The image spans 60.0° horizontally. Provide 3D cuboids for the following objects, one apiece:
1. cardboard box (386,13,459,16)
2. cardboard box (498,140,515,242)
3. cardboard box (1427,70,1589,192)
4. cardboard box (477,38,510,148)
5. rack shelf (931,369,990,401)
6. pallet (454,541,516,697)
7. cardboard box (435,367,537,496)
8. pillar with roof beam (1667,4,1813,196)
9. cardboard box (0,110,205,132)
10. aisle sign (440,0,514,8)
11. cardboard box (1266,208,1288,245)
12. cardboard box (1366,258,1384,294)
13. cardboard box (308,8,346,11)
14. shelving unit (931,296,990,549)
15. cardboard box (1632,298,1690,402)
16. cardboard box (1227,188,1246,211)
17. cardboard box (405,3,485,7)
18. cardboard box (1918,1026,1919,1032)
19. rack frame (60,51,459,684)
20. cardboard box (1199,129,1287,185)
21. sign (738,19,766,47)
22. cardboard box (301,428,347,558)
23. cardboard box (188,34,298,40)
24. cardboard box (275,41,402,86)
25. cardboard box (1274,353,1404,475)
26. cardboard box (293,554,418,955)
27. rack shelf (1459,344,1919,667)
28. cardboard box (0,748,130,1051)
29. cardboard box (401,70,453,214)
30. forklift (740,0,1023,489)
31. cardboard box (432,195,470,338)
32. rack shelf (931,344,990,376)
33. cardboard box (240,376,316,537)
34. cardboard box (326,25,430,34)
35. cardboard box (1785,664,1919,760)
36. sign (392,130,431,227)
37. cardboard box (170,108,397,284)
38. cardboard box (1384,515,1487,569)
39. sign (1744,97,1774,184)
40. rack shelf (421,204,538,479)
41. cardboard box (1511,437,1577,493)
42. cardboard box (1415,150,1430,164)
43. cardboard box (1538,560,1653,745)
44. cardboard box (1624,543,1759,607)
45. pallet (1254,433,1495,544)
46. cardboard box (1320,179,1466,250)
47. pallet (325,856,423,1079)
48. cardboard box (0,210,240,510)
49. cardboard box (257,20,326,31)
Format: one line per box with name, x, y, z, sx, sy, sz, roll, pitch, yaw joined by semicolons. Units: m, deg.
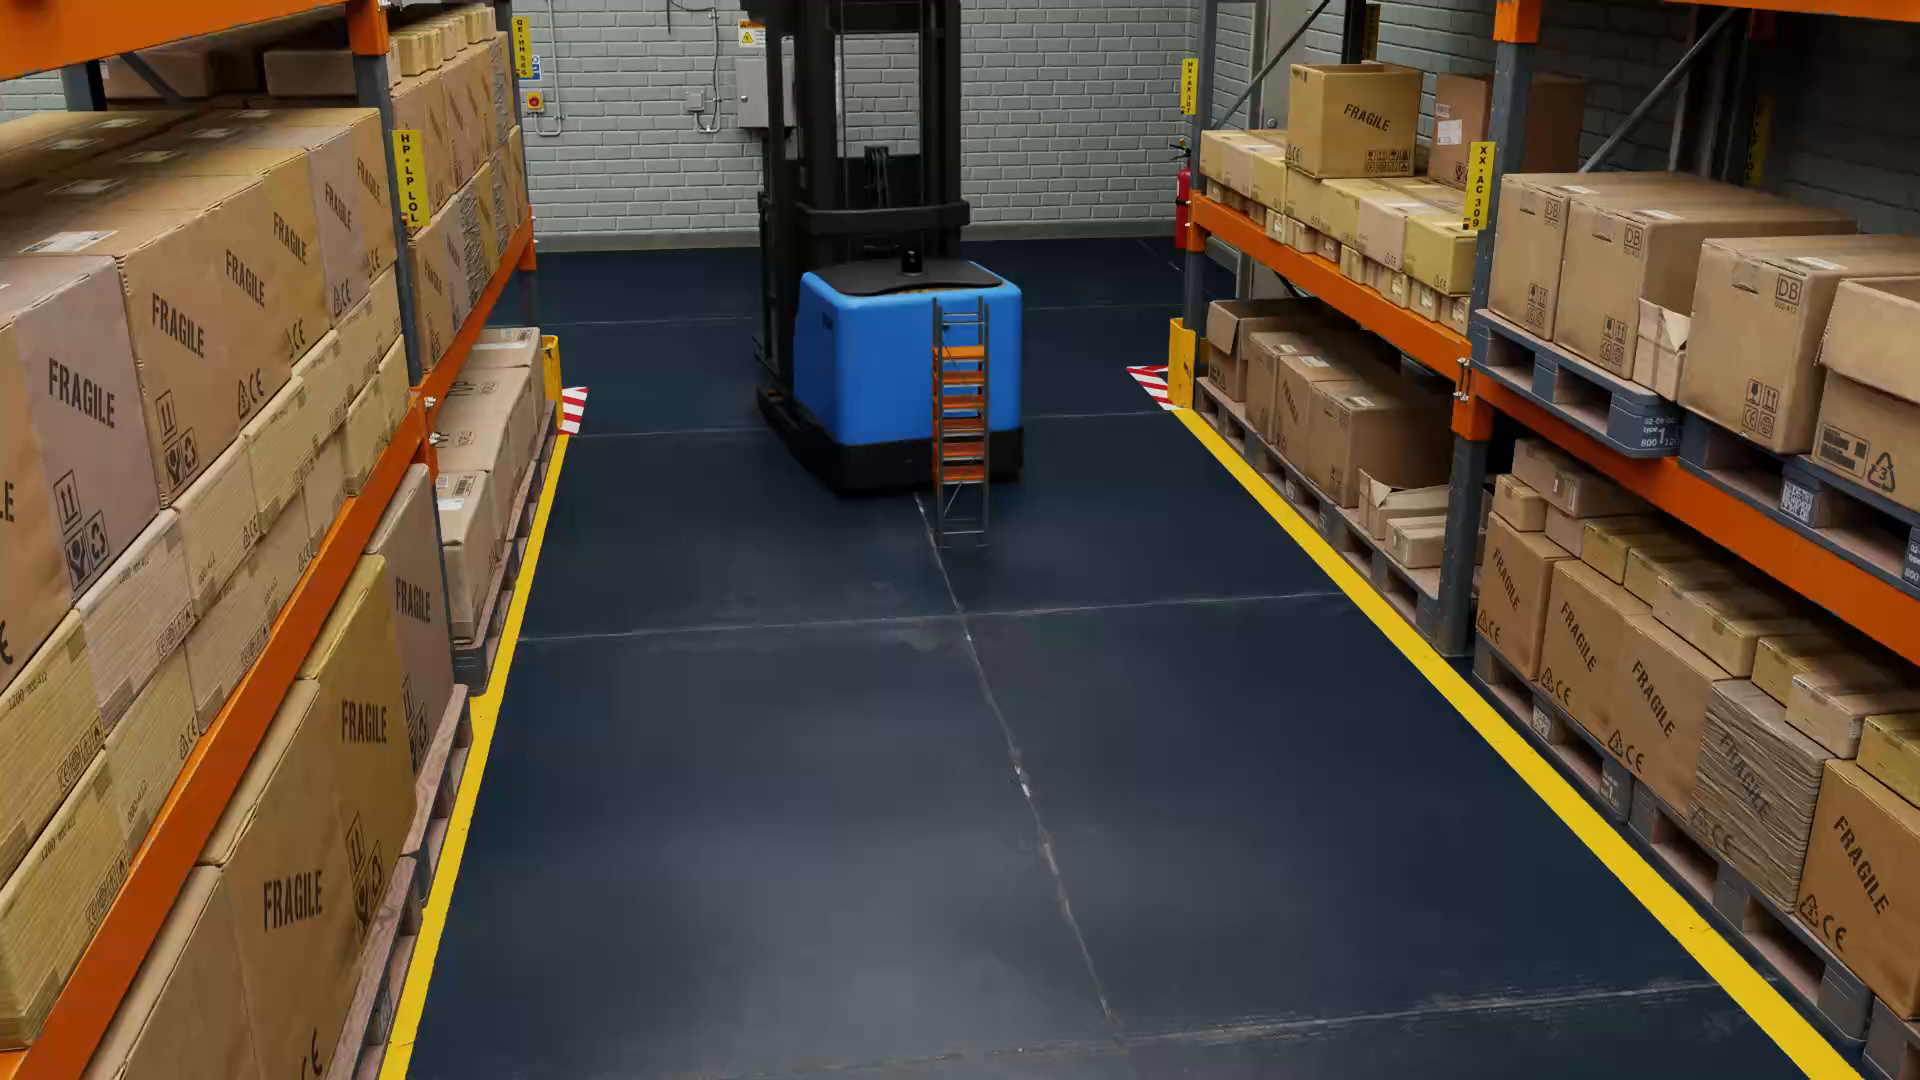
cardboard box;-2.604;-2.438;7.958;0.380;0.149;0.250;-3;21;-8
cardboard box;-2.609;-1.807;8.625;0.500;0.500;0.500;-3;21;-9
cardboard box;2.539;-1.905;7.746;0.500;0.500;0.500;-3;21;-9
cardboard box;-2.588;-2.269;8.433;0.500;0.500;0.500;-3;21;-8
rack shelf;0.002;-0.740;7.924;0.258;0.103;0.180;-3;21;-8
pallet;-2.453;0.336;7.016;1.003;0.211;1.213;-3;21;-8
cardboard box;-2.664;-0.545;8.450;0.875;0.438;0.875;-2;21;-6
pillar with roof beam;-0.978;-3.835;5.623;9.100;9.000;0.400;-3;21;-8
cardboard box;-2.642;-1.052;5.174;0.500;0.500;0.500;-3;21;-7
aisle sign;-2.701;-3.347;9.175;0.394;0.787;0.004;-3;21;-8
cardboard box;1.826;-1.646;8.696;0.380;0.149;0.250;-4;21;-9
cardboard box;2.063;-1.205;7.515;0.380;0.149;0.250;-2;21;-6
cardboard box;-3.188;-2.588;8.359;0.380;0.149;0.250;-2;21;-6
shelving unit;0.002;-0.557;7.993;0.258;1.200;0.189;-3;21;-8
cardboard box;2.311;-0.589;5.097;0.396;0.266;0.258;-2;21;-5
cardboard box;1.772;-2.009;9.667;0.380;0.149;0.250;-2;21;-6
cardboard box;-2.748;-2.793;8.909;0.380;0.149;0.250;-3;21;-7
cardboard box;2.731;1.095;3.971;0.500;0.500;0.500;-3;21;-9
rack frame;-2.421;-0.704;5.813;1.000;3.000;0.127;-3;21;-8
cardboard box;1.712;-2.239;9.712;0.500;0.250;0.500;-3;21;-7
sign;-1.819;-4.551;14.933;0.339;0.242;0.001;-3;21;-8
cardboard box;-1.981;-0.139;4.515;0.500;0.250;0.500;-3;21;-9
cardboard box;-2.792;-1.884;6.473;0.380;0.149;0.250;-3;21;-8
cardboard box;-2.263;-1.733;6.070;0.380;0.149;0.250;-3;21;-7
cardboard box;1.970;-0.663;8.677;0.500;0.500;0.500;-3;21;-7
cardboard box;-2.115;0.618;4.711;0.875;0.875;0.875;-2;21;-6
rack shelf;2.778;0.074;4.758;1.077;0.370;4.000;-3;21;-8
cardboard box;-1.666;0.569;2.619;0.500;0.250;0.500;-3;21;-9
cardboard box;-2.317;-1.571;6.564;0.500;0.500;0.500;-3;21;-8
forklift;-0.618;-2.123;9.712;1.130;2.935;3.031;-7;22;-18
cardboard box;-2.298;-1.101;6.733;0.500;0.500;0.500;-3;21;-7
rack shelf;0.002;-0.853;7.882;0.258;0.103;0.180;-3;21;-8
cardboard box;-1.866;-0.199;3.962;0.500;0.250;0.500;-3;21;-7
cardboard box;-2.444;-2.085;7.012;0.380;0.149;0.250;-3;21;-8
cardboard box;2.581;0.481;4.686;0.380;0.149;0.250;-4;21;-10
sign;-1.886;-1.240;5.706;0.100;0.325;0.005;-3;21;-8
cardboard box;-2.108;-1.077;5.240;0.500;0.500;0.500;-2;21;-6
cardboard box;2.119;0.006;7.389;0.380;0.149;0.250;-4;21;-9
sign;3.039;-1.527;6.362;0.100;0.325;0.005;-3;21;-8
rack shelf;-2.710;-1.059;7.793;1.077;0.370;4.000;-3;21;-8
cardboard box;2.338;-0.290;6.325;0.380;0.149;0.250;-3;21;-9
cardboard box;2.382;-1.913;8.840;0.500;0.250;0.500;-2;21;-6
cardboard box;2.424;0.382;5.879;0.500;0.500;0.500;-3;21;-8
cardboard box;2.496;0.127;5.634;0.380;0.149;0.250;-3;21;-9
pallet;2.213;-0.310;8.745;1.003;0.211;1.213;-3;21;-8
cardboard box;2.030;-1.534;7.826;0.500;0.250;0.500;-3;21;-8
pallet;-2.056;1.289;4.462;1.003;0.211;1.213;-3;21;-8
cardboard box;-1.814;-0.368;3.343;0.500;0.500;0.500;-2;21;-6
cardboard box;-3.039;-2.232;7.405;0.380;0.149;0.250;-3;21;-9
